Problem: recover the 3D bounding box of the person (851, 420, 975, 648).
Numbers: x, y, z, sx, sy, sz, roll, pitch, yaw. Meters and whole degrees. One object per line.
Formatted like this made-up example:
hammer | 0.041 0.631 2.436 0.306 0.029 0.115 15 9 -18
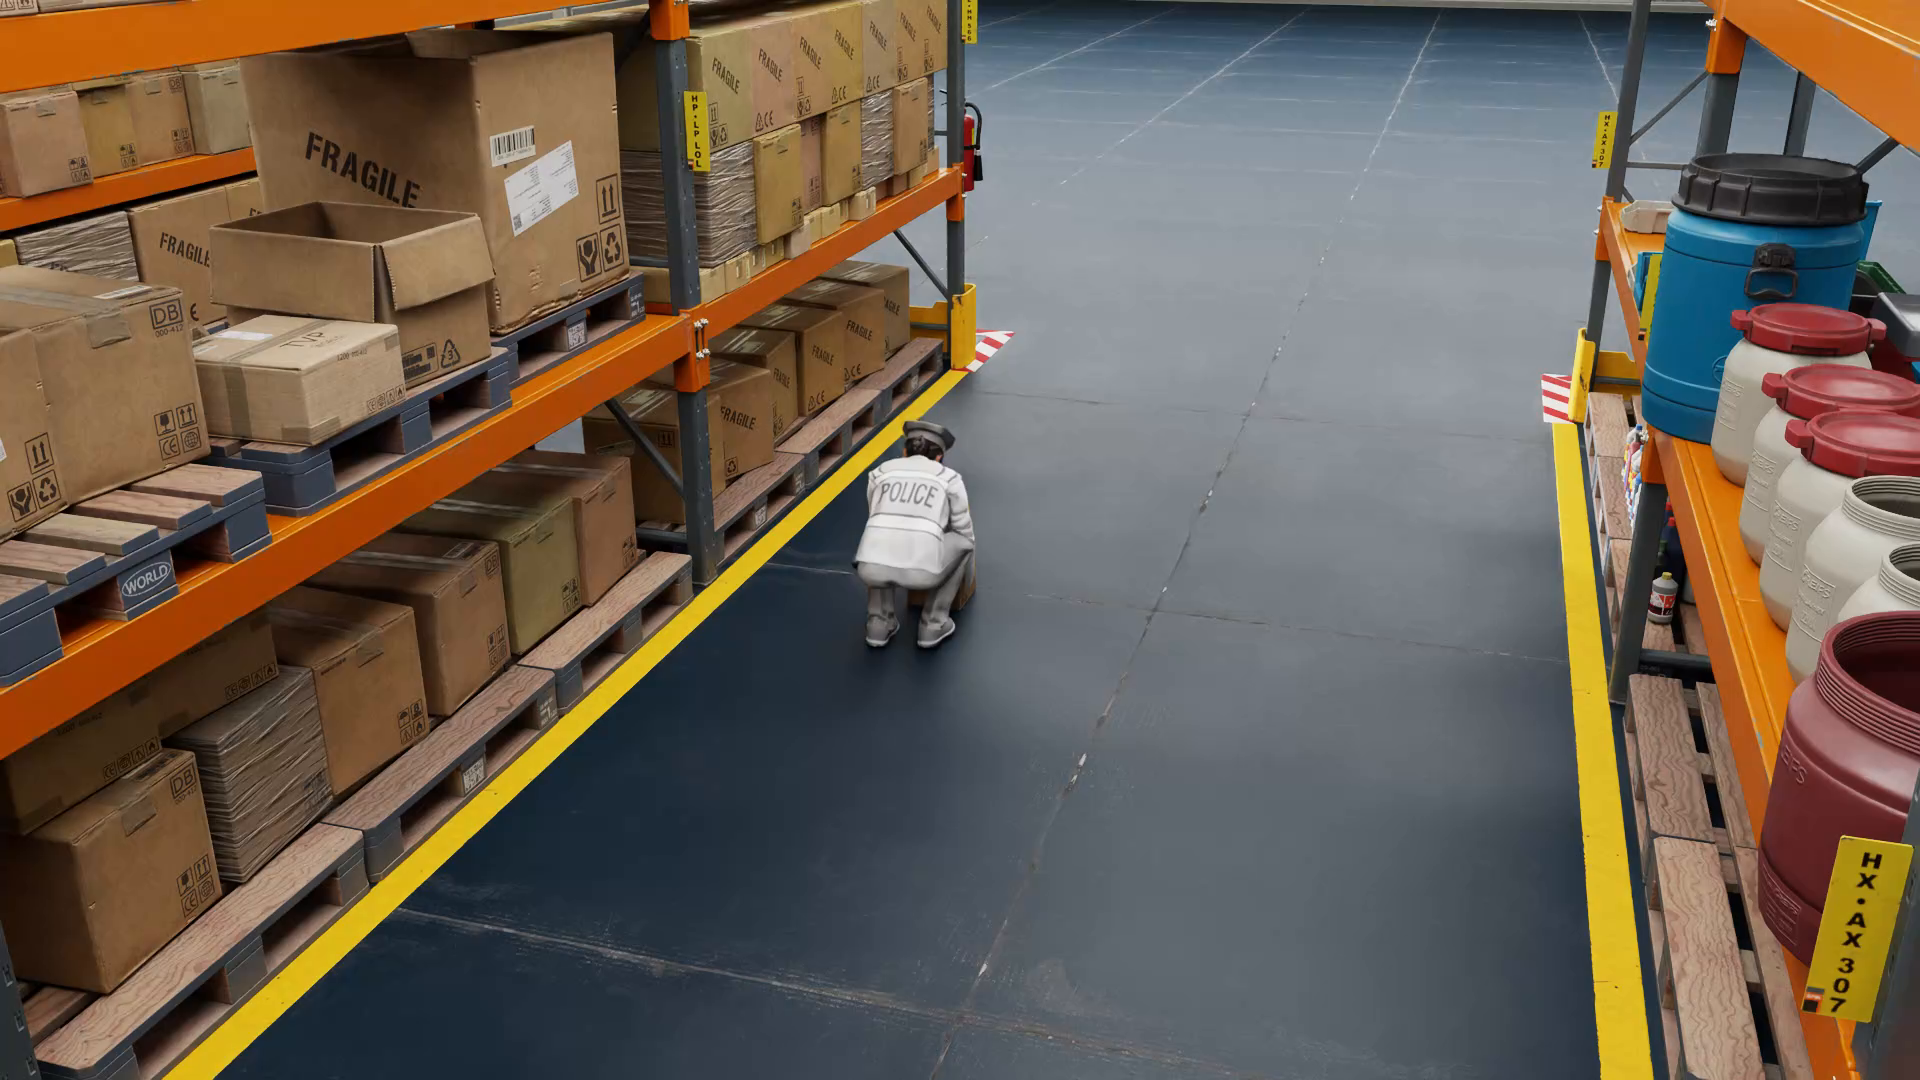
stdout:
person | -0.197 -0.021 7.201 0.475 0.876 0.857 7 23 16
